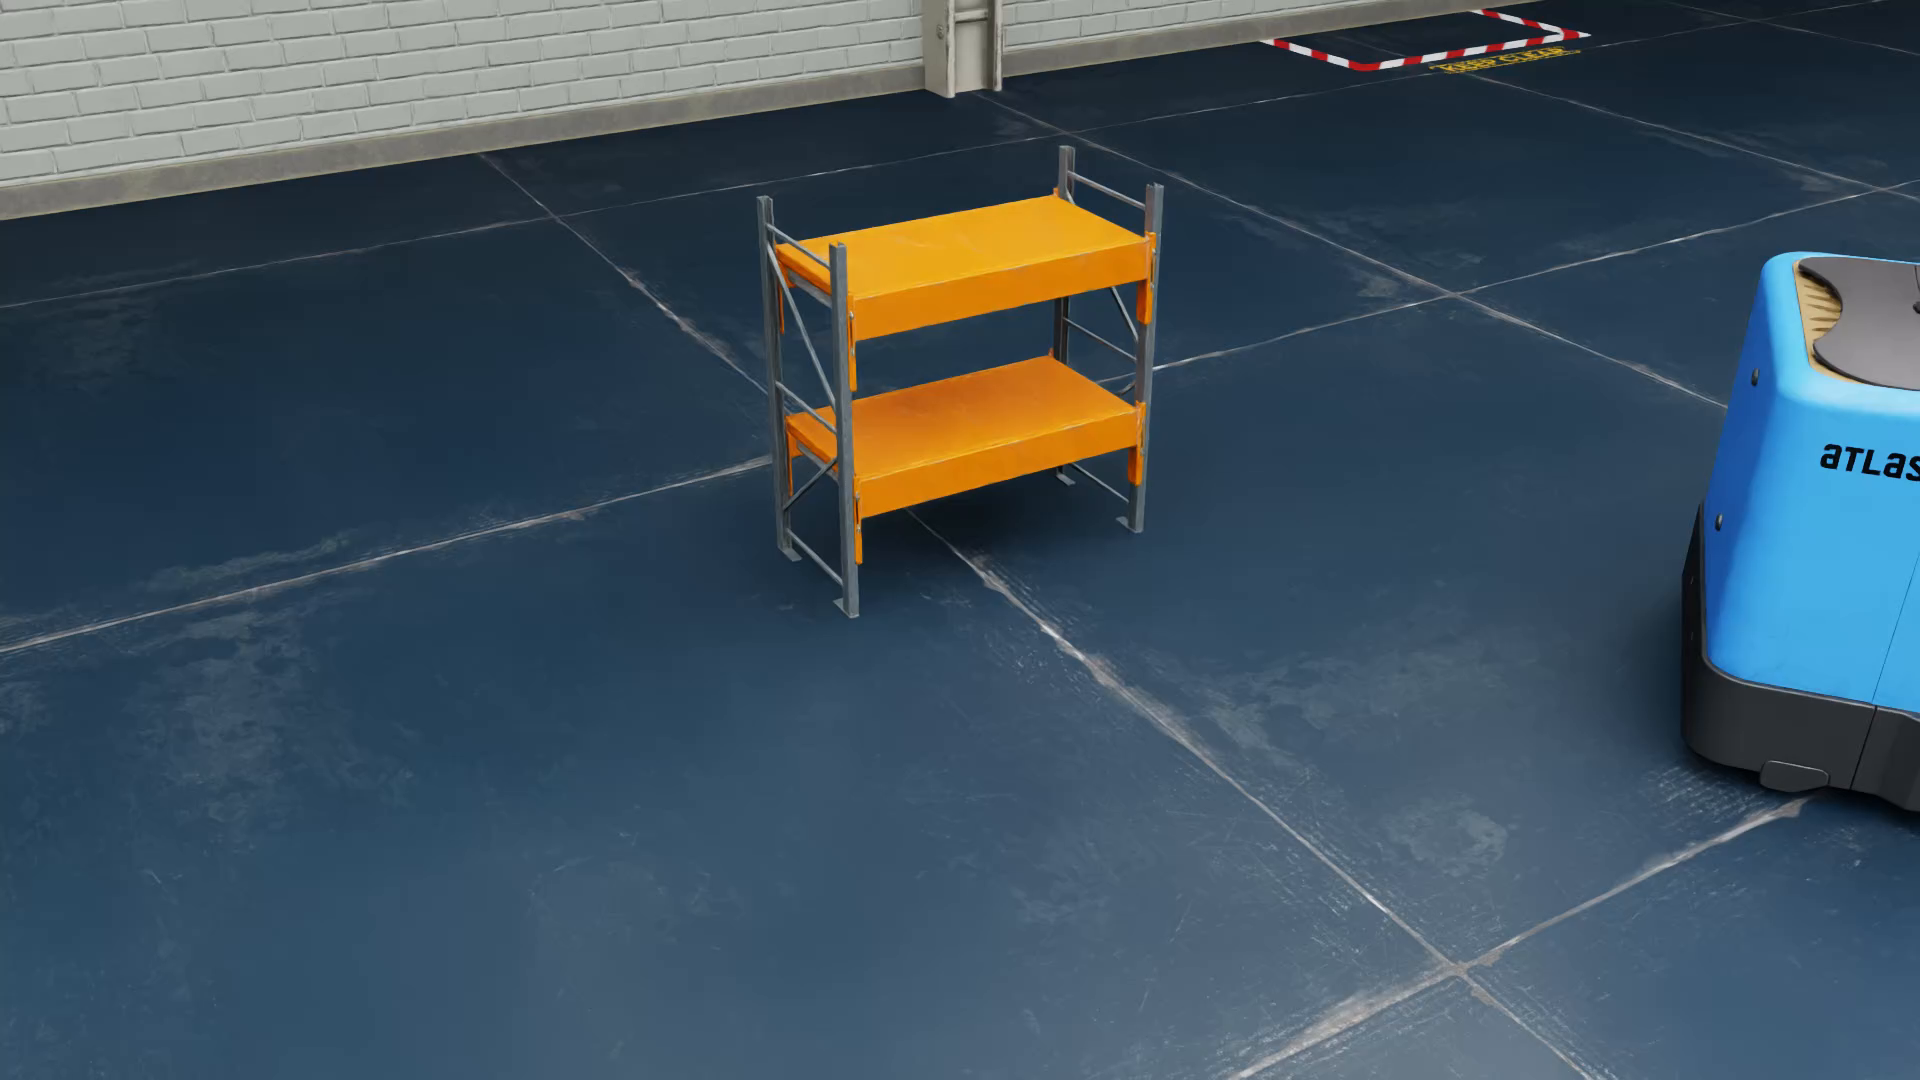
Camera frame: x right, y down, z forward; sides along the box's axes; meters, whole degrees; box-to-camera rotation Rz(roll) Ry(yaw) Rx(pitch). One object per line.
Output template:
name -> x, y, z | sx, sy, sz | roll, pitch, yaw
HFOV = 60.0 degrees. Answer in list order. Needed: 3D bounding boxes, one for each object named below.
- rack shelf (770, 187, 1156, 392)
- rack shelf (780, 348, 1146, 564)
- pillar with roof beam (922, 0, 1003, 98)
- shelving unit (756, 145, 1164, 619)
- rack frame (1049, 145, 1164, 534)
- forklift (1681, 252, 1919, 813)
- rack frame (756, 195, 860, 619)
rack shelf -> 0.006, -0.750, 4.840 | 1.000, 0.278, 0.538 | -16, 33, -26
rack shelf -> 0.006, -0.280, 5.099 | 1.000, 0.278, 0.538 | -16, 33, -26
pillar with roof beam -> 2.196, -4.950, 4.905 | 0.400, 9.000, 9.100 | -16, 33, -26
shelving unit -> 0.006, -0.494, 4.981 | 1.048, 1.125, 0.538 | -16, 33, -26
rack frame -> 0.444, -0.619, 5.207 | 0.032, 1.125, 0.500 | -16, 33, -26
forklift -> 3.392, -0.659, 3.410 | 3.031, 2.935, 1.130 | 10, 31, 18
rack frame -> -0.432, -0.370, 4.756 | 0.032, 1.125, 0.500 | -16, 33, -26
